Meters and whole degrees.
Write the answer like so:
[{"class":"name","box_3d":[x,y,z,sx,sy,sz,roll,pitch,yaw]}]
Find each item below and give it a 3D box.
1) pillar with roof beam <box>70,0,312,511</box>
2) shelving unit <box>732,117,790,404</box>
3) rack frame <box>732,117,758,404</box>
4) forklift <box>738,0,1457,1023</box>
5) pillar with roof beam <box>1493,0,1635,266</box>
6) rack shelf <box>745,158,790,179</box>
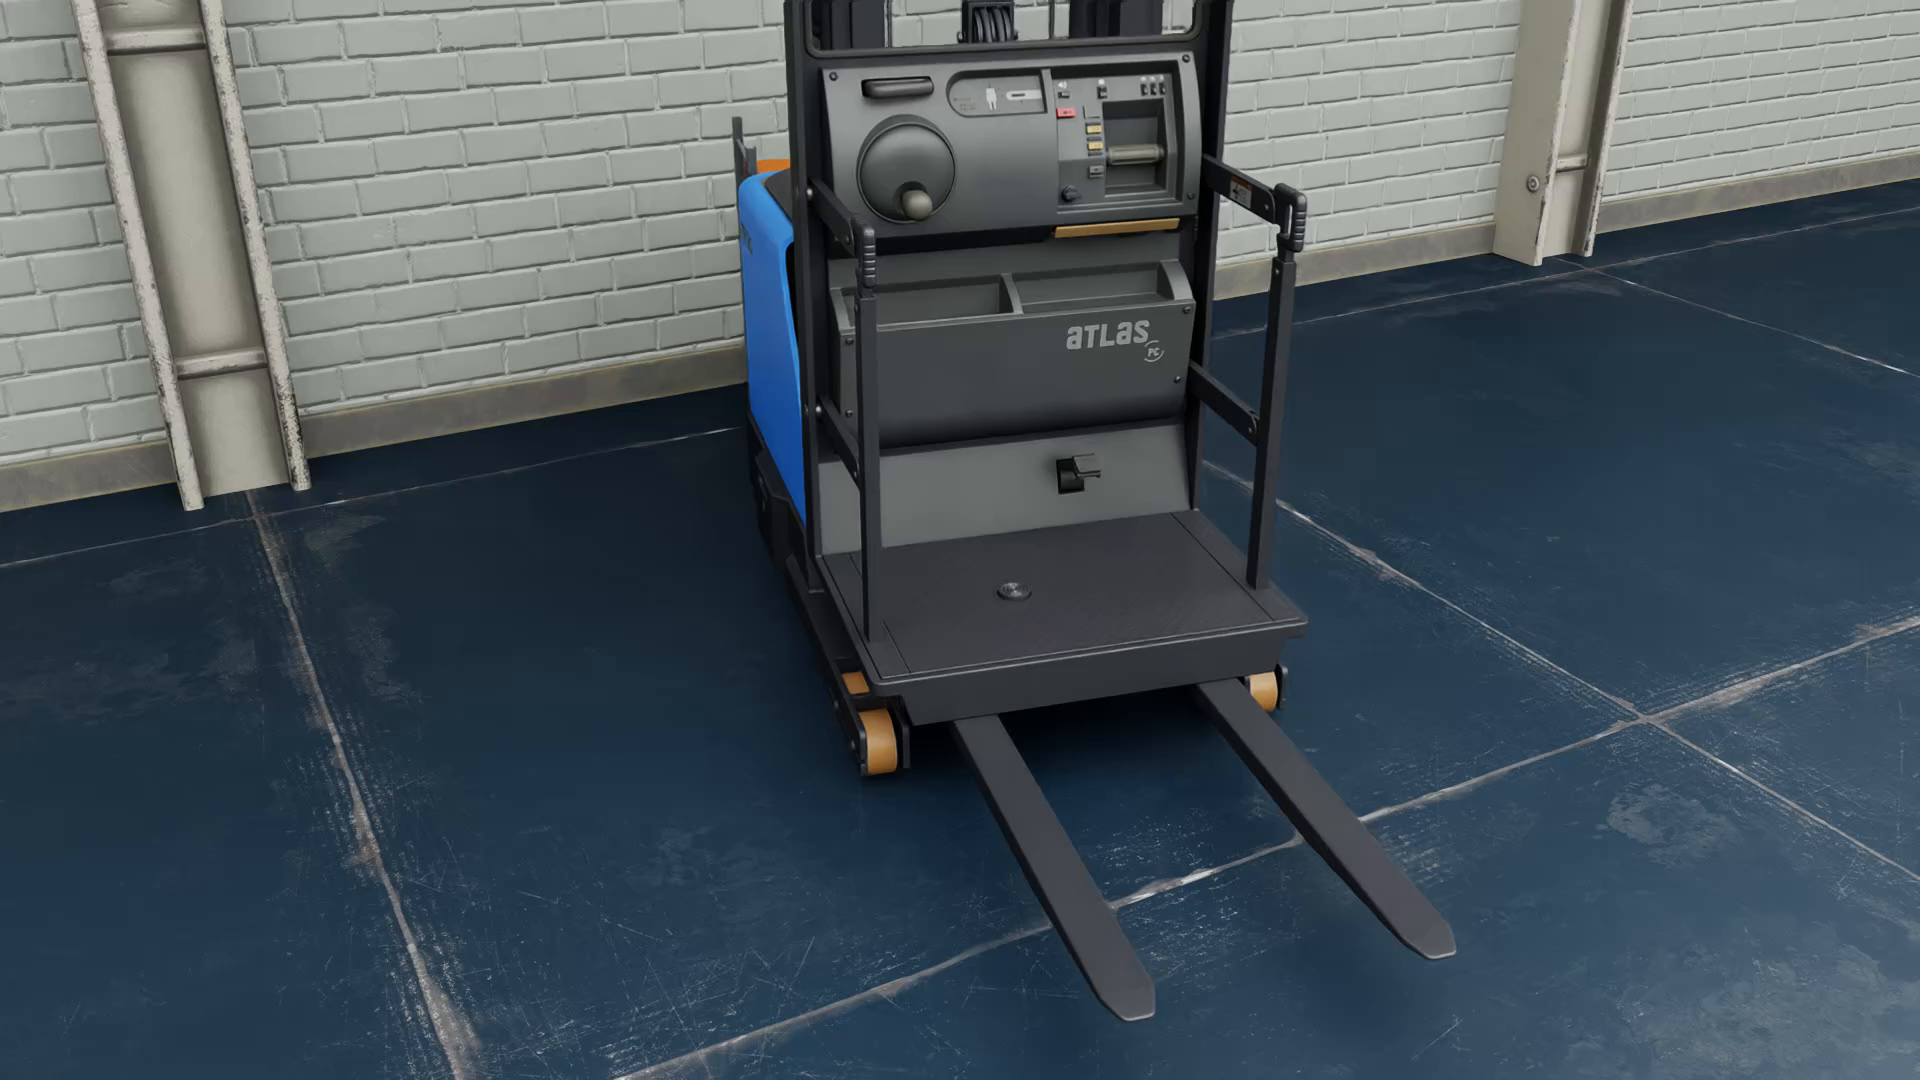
[{"class":"pillar with roof beam","box_3d":[-0.410,-2.606,0.281,0.400,9.000,9.100,-13,29,-25]},{"class":"shelving unit","box_3d":[-0.209,-0.871,5.764,1.048,1.125,0.538,-5,26,-11]},{"class":"rack frame","box_3d":[-0.706,-0.824,5.666,0.032,1.125,0.500,-5,26,-11]},{"class":"forklift","box_3d":[0.197,-0.935,3.810,1.130,2.935,3.031,-7,27,-14]},{"class":"pillar with roof beam","box_3d":[4.885,-3.828,2.827,0.400,9.000,9.100,-13,29,-25]},{"class":"rack shelf","box_3d":[-0.209,-1.135,5.638,1.000,0.278,0.538,-5,26,-11]}]
